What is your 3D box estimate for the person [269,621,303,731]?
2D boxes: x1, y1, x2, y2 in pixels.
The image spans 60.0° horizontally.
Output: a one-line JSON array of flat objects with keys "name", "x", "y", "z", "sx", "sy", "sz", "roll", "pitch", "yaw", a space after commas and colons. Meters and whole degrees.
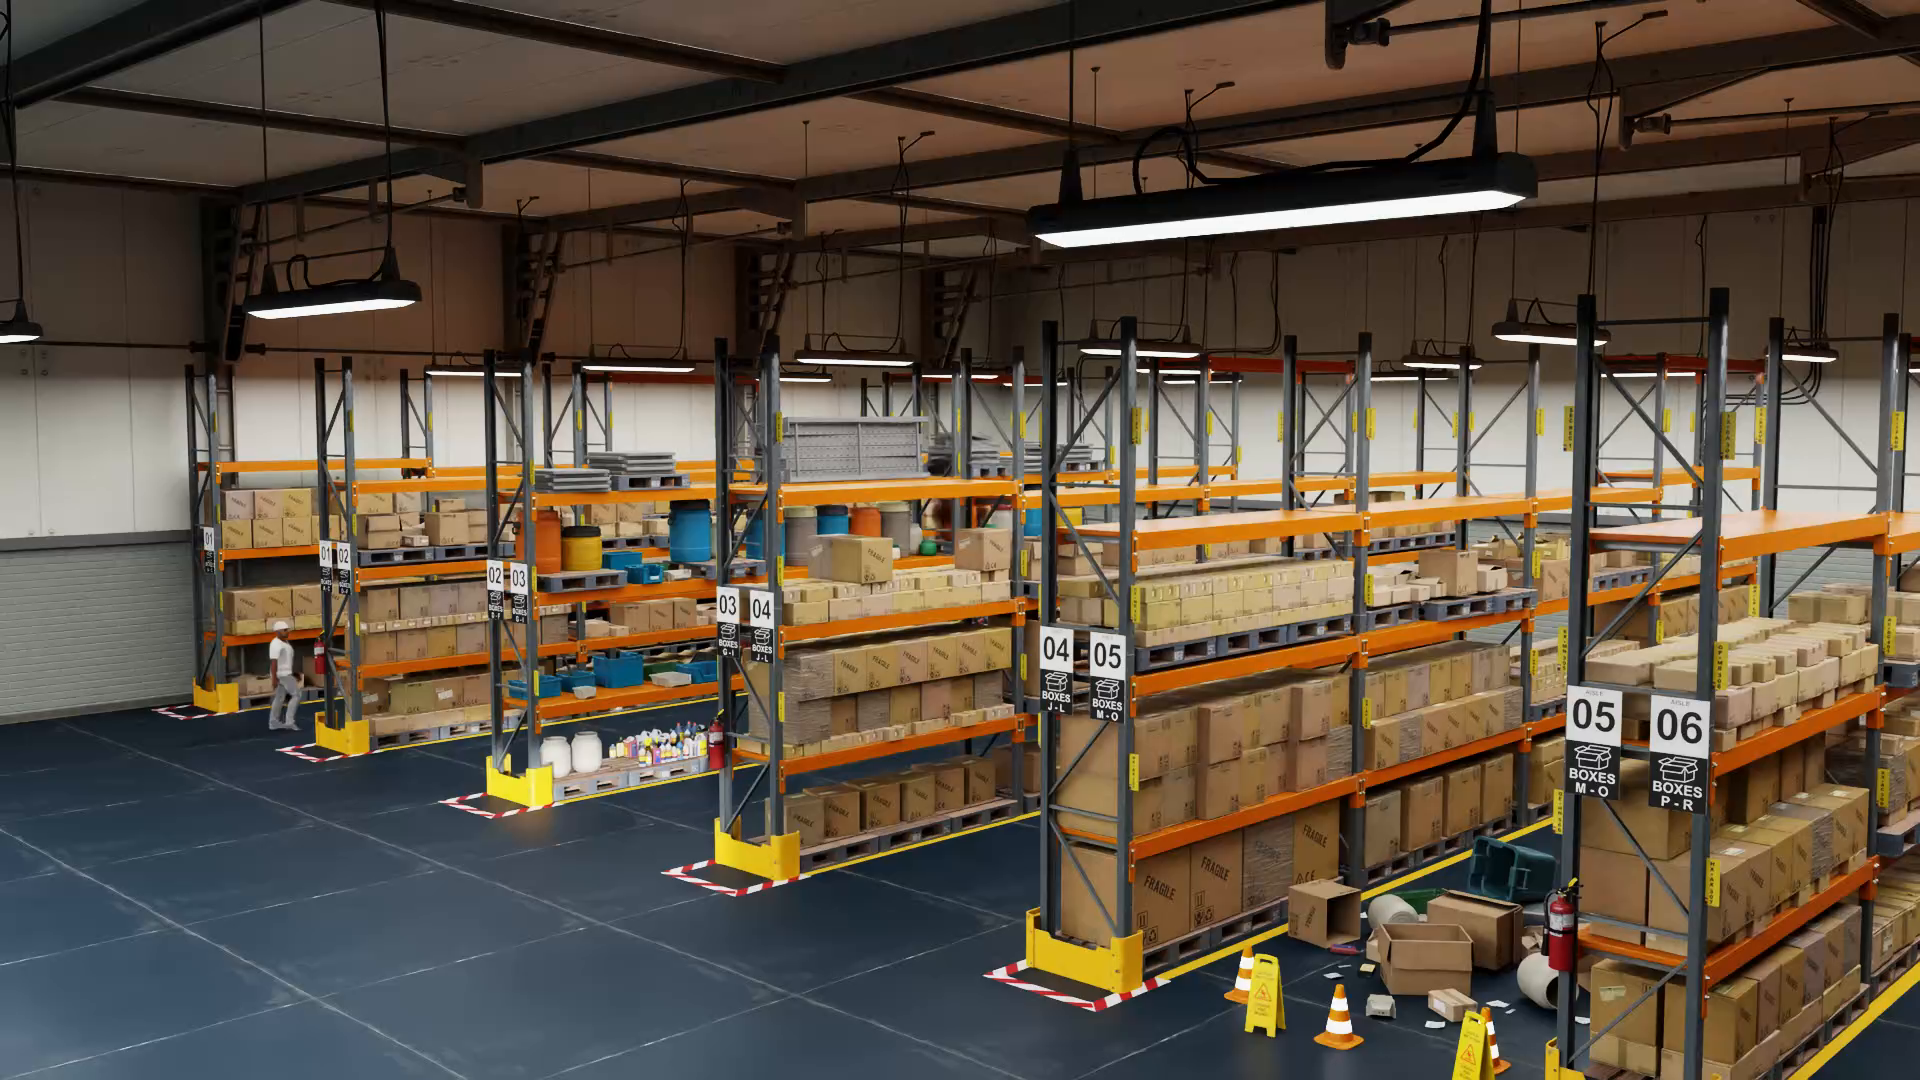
[{"name": "person", "x": -10.976, "y": 2.224, "z": 27.041, "sx": 0.533, "sy": 1.809, "sz": 0.543, "roll": -2, "pitch": 5, "yaw": -28}]
